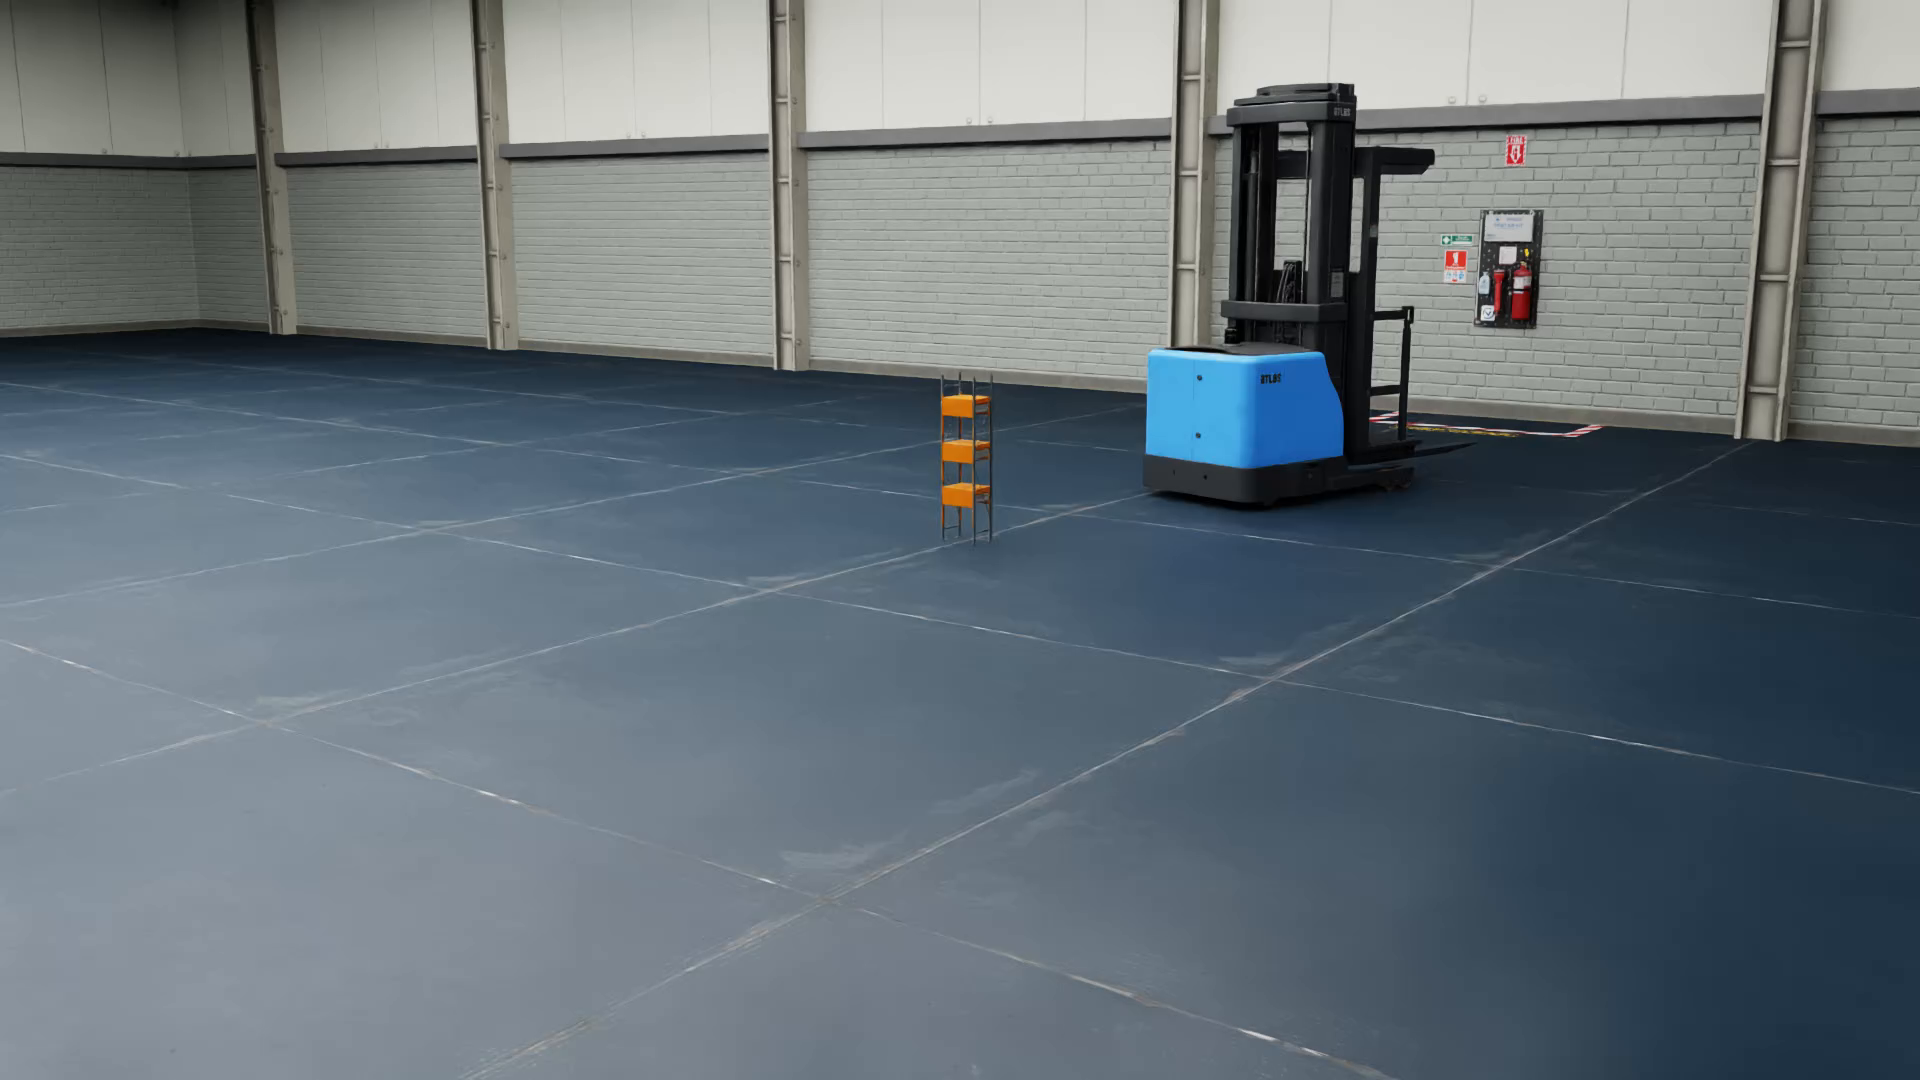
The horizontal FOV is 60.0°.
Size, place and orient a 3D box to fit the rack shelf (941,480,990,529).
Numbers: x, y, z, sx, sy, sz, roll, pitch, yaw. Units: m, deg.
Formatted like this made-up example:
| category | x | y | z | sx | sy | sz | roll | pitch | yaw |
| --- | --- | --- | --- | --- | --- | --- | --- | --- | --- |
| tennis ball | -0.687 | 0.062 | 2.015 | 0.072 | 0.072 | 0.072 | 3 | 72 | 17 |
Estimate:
| category | x | y | z | sx | sy | sz | roll | pitch | yaw |
| --- | --- | --- | --- | --- | --- | --- | --- | --- | --- |
| rack shelf | 0.043 | -0.226 | 10.454 | 0.240 | 0.259 | 0.215 | 8 | 13 | 36 |

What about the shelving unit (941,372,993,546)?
| category | x | y | z | sx | sy | sz | roll | pitch | yaw |
| --- | --- | --- | --- | --- | --- | --- | --- | --- | --- |
| shelving unit | 0.043 | -0.509 | 10.399 | 0.252 | 1.050 | 0.215 | 8 | 13 | 36 |

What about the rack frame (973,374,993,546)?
| category | x | y | z | sx | sy | sz | roll | pitch | yaw |
| --- | --- | --- | --- | --- | --- | --- | --- | --- | --- |
| rack frame | 0.141 | -0.496 | 10.328 | 0.008 | 1.050 | 0.200 | 8 | 13 | 36 |

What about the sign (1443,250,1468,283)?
| category | x | y | z | sx | sy | sz | roll | pitch | yaw |
| --- | --- | --- | --- | --- | --- | --- | --- | --- | --- |
| sign | 5.060 | -2.794 | 16.982 | 0.234 | 0.329 | 0.001 | 8 | 13 | 36 |

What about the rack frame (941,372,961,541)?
| category | x | y | z | sx | sy | sz | roll | pitch | yaw |
| --- | --- | --- | --- | --- | --- | --- | --- | --- | --- |
| rack frame | -0.055 | -0.523 | 10.470 | 0.008 | 1.050 | 0.200 | 8 | 13 | 36 |

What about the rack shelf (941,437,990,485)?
| category | x | y | z | sx | sy | sz | roll | pitch | yaw |
| --- | --- | --- | --- | --- | --- | --- | --- | --- | --- |
| rack shelf | 0.043 | -0.499 | 10.401 | 0.240 | 0.259 | 0.215 | 8 | 13 | 36 |

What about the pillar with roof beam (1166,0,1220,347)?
| category | x | y | z | sx | sy | sz | roll | pitch | yaw |
| --- | --- | --- | --- | --- | --- | --- | --- | --- | --- |
| pillar with roof beam | 0.030 | -5.376 | 14.627 | 0.400 | 9.000 | 9.100 | 8 | 13 | 36 |

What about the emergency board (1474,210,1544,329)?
| category | x | y | z | sx | sy | sz | roll | pitch | yaw |
| --- | --- | --- | --- | --- | --- | --- | --- | --- | --- |
| emergency board | 5.445 | -2.699 | 16.583 | 0.643 | 1.169 | 0.194 | 8 | 13 | 36 |

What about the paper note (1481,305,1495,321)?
| category | x | y | z | sx | sy | sz | roll | pitch | yaw |
| --- | --- | --- | --- | --- | --- | --- | --- | --- | --- |
| paper note | 5.343 | -2.297 | 16.824 | 0.142 | 0.148 | 0.016 | 8 | 13 | 36 |

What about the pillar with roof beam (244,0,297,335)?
| category | x | y | z | sx | sy | sz | roll | pitch | yaw |
| --- | --- | --- | --- | --- | --- | --- | --- | --- | --- |
| pillar with roof beam | -14.478 | -7.400 | 25.087 | 0.400 | 9.000 | 9.100 | 8 | 13 | 36 |

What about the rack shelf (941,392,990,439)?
| category | x | y | z | sx | sy | sz | roll | pitch | yaw |
| --- | --- | --- | --- | --- | --- | --- | --- | --- | --- |
| rack shelf | 0.043 | -0.778 | 10.347 | 0.240 | 0.259 | 0.215 | 8 | 13 | 36 |

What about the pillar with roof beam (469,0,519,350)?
| category | x | y | z | sx | sy | sz | roll | pitch | yaw |
| --- | --- | --- | --- | --- | --- | --- | --- | --- | --- |
| pillar with roof beam | -9.642 | -6.725 | 21.600 | 0.400 | 9.000 | 9.100 | 8 | 13 | 36 |

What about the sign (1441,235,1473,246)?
| category | x | y | z | sx | sy | sz | roll | pitch | yaw |
| --- | --- | --- | --- | --- | --- | --- | --- | --- | --- |
| sign | 5.058 | -3.053 | 16.922 | 0.331 | 0.109 | 0.001 | 8 | 13 | 36 |

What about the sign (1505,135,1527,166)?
| category | x | y | z | sx | sy | sz | roll | pitch | yaw |
| --- | --- | --- | --- | --- | --- | --- | --- | --- | --- |
| sign | 5.497 | -3.853 | 16.446 | 0.199 | 0.298 | 0.001 | 8 | 13 | 36 |

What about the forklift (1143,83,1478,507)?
| category | x | y | z | sx | sy | sz | roll | pitch | yaw |
| --- | --- | --- | --- | --- | --- | --- | --- | --- | --- |
| forklift | 2.805 | -1.877 | 12.515 | 3.031 | 2.935 | 1.130 | -9 | 14 | -39 |

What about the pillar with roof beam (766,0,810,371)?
| category | x | y | z | sx | sy | sz | roll | pitch | yaw |
| --- | --- | --- | --- | --- | --- | --- | --- | --- | --- |
| pillar with roof beam | -4.806 | -6.051 | 18.113 | 0.400 | 9.000 | 9.100 | 8 | 13 | 36 |

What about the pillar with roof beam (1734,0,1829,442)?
| category | x | y | z | sx | sy | sz | roll | pitch | yaw |
| --- | --- | --- | --- | --- | --- | --- | --- | --- | --- |
| pillar with roof beam | 4.866 | -4.701 | 11.140 | 0.400 | 9.000 | 9.100 | 8 | 13 | 36 |
